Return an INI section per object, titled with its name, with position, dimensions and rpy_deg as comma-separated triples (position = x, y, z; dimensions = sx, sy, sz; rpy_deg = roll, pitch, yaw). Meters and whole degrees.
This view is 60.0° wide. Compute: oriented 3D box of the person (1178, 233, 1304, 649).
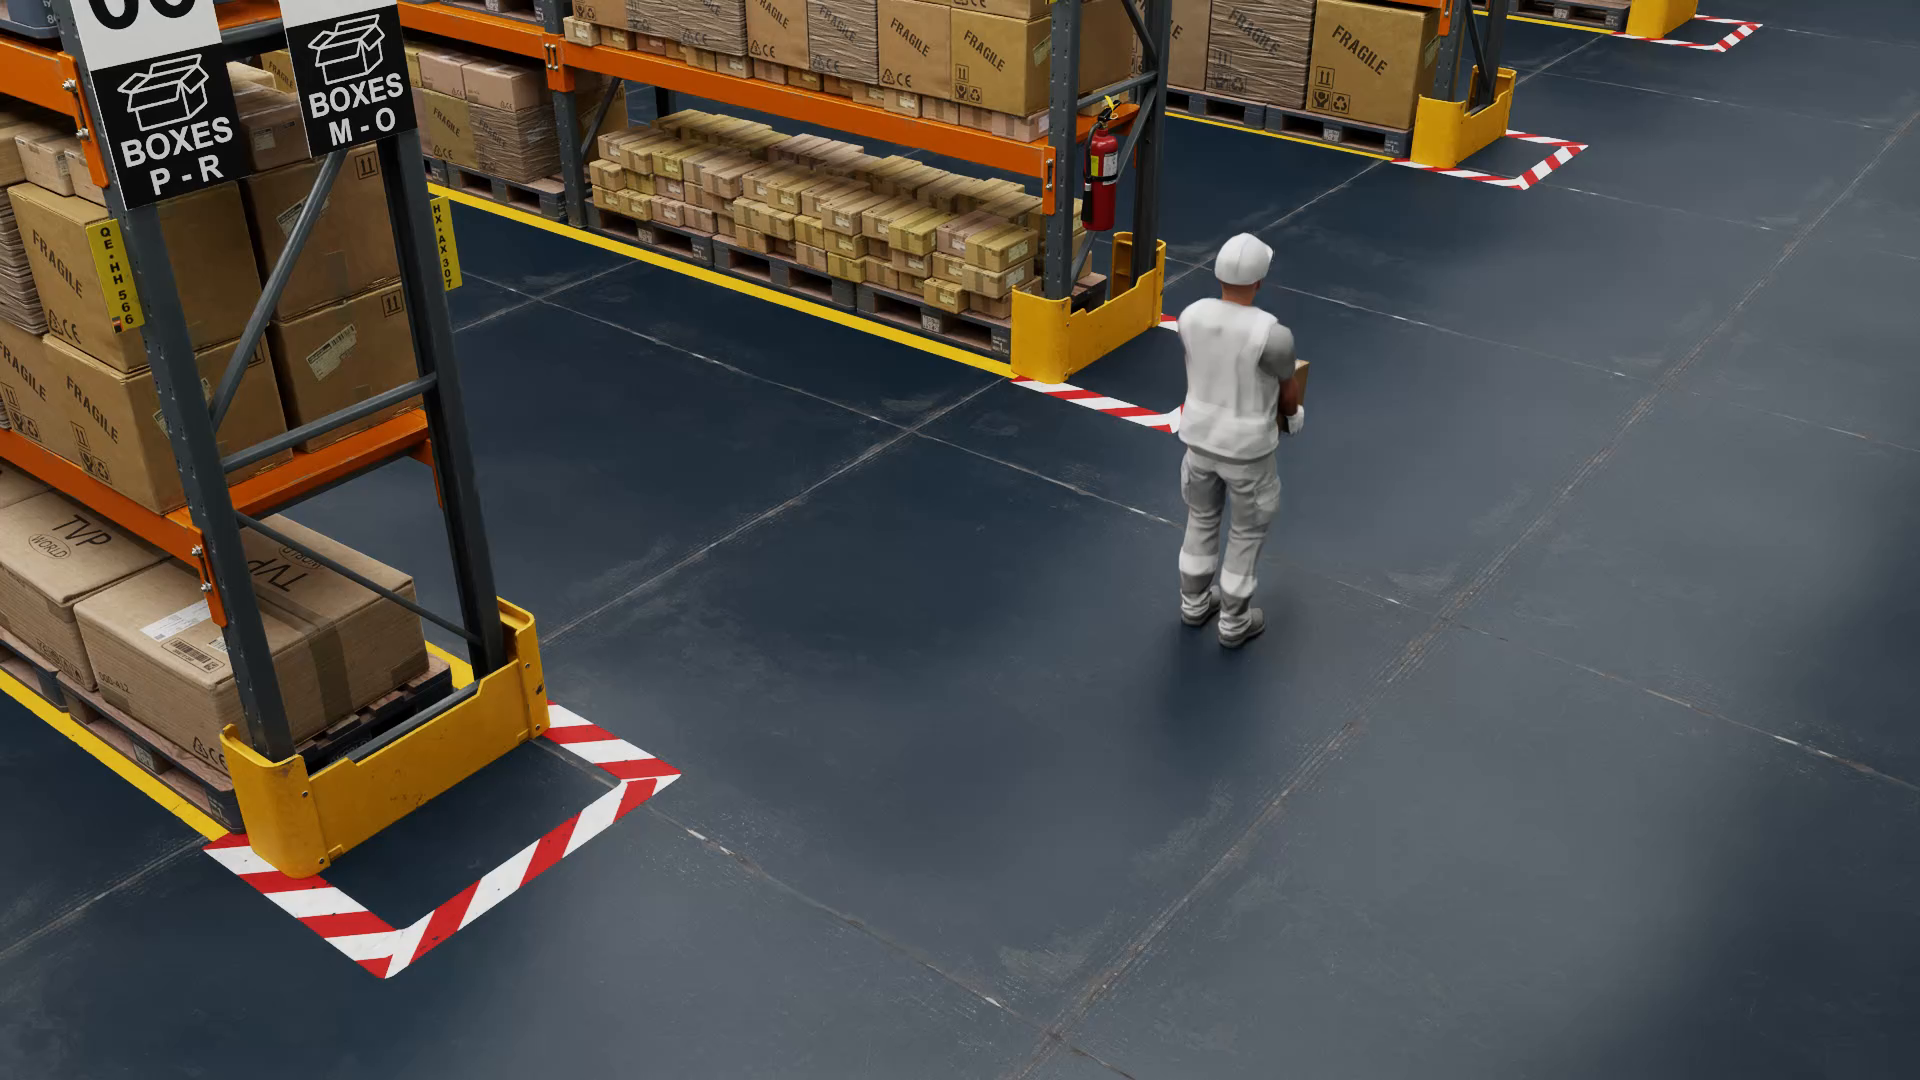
[person]
position = 1.146, -0.433, 6.840
dimensions = 0.495, 1.787, 0.553
rpy_deg = 21, 36, 31
